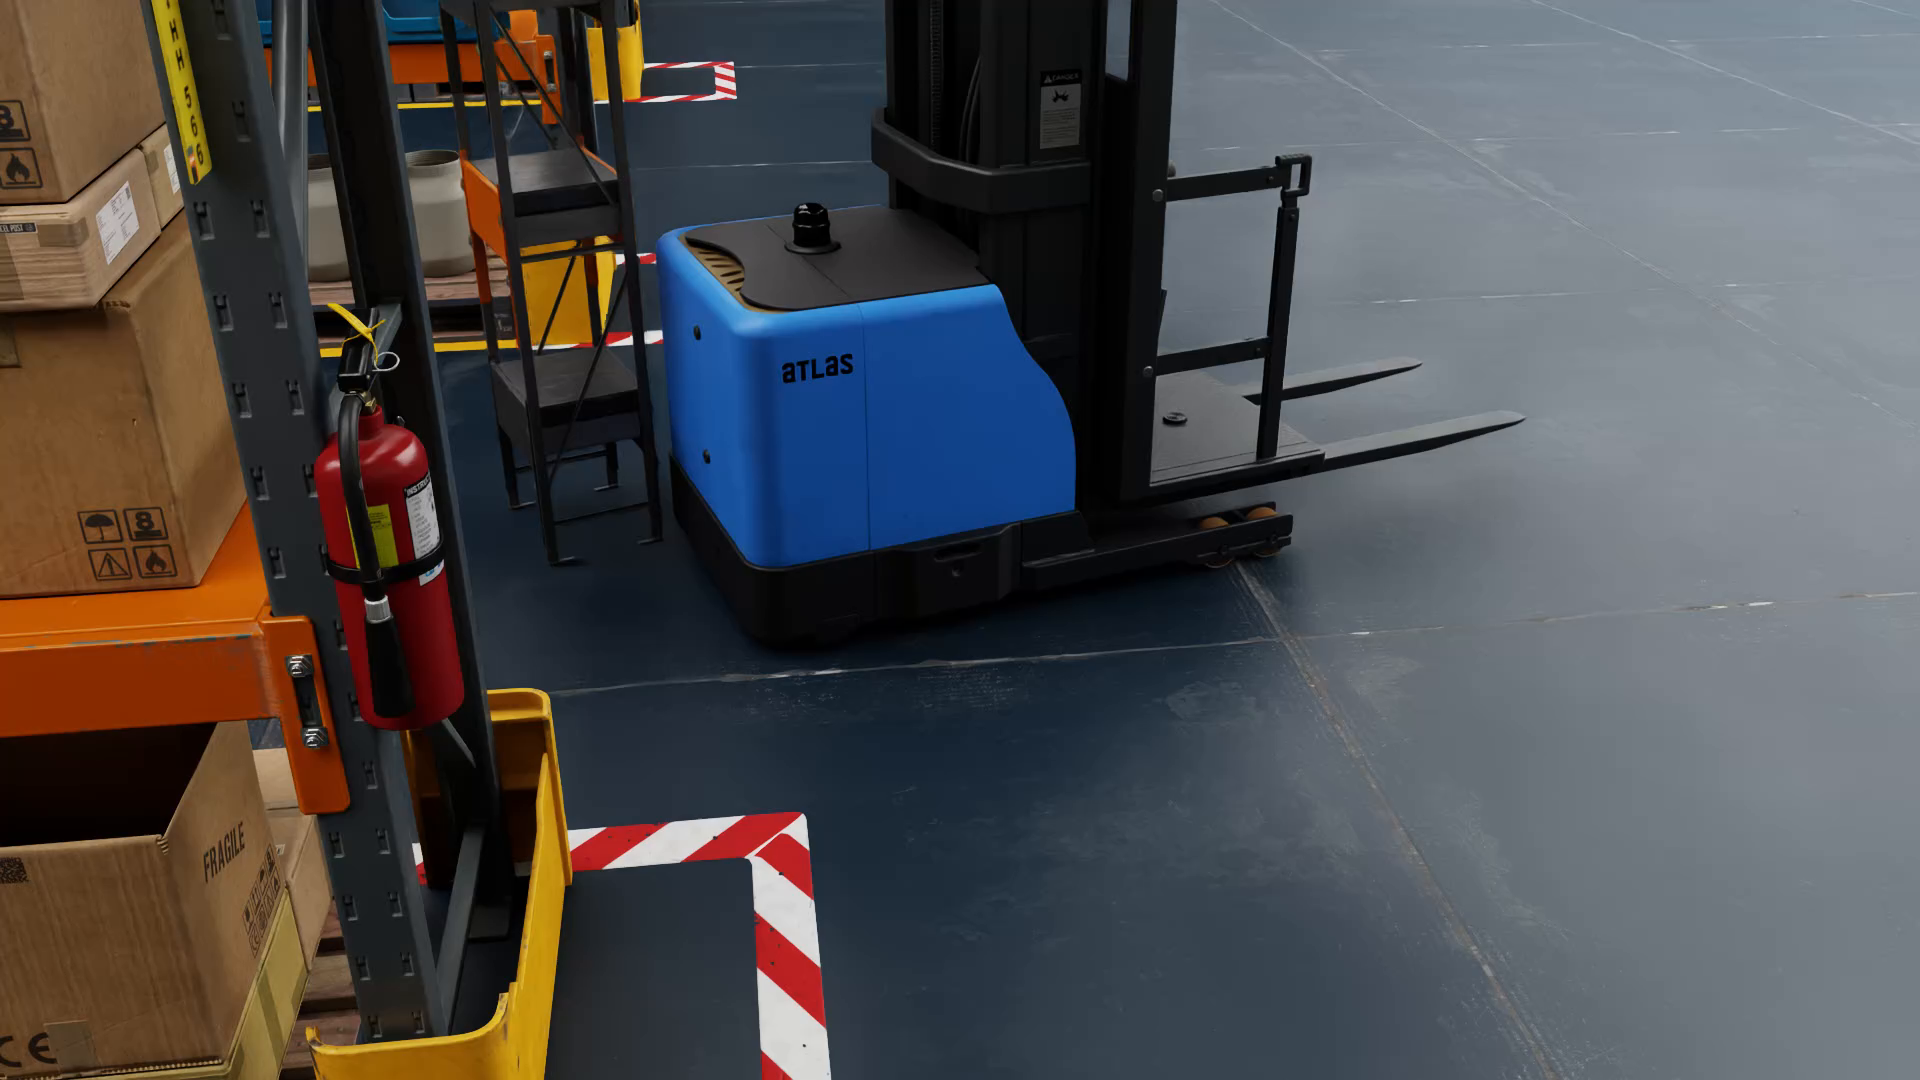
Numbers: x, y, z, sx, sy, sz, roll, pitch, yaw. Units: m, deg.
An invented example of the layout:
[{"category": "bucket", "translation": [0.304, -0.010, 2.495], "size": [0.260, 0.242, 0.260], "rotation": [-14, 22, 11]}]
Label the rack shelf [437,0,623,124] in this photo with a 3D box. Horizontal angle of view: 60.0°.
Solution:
[{"category": "rack shelf", "translation": [-1.323, -1.599, 5.062], "size": [0.431, 0.518, 0.480], "rotation": [-14, 30, -25]}]

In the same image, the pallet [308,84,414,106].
[{"category": "pallet", "translation": [-4.555, -3.385, 12.116], "size": [1.213, 0.211, 1.003], "rotation": [-4, 27, -7]}]

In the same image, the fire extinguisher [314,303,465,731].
[{"category": "fire extinguisher", "translation": [-0.907, -0.027, 2.601], "size": [0.183, 0.674, 0.296], "rotation": [-4, 27, -7]}]

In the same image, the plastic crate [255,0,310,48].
[{"category": "plastic crate", "translation": [-2.873, -2.231, 6.975], "size": [0.408, 0.251, 0.499], "rotation": [-4, 27, -7]}]

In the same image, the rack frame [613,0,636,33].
[{"category": "rack frame", "translation": [-2.465, -4.742, 11.706], "size": [0.127, 3.000, 1.000], "rotation": [-4, 27, -7]}]

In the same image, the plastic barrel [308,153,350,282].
[{"category": "plastic barrel", "translation": [-2.912, -1.475, 7.604], "size": [0.421, 0.512, 0.421], "rotation": [0, 27, 0]}]

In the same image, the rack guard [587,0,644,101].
[{"category": "rack guard", "translation": [-2.540, -3.625, 12.267], "size": [0.348, 0.500, 1.175], "rotation": [-4, 27, -7]}]

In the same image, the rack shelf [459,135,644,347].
[{"category": "rack shelf", "translation": [-1.322, -0.976, 5.381], "size": [0.431, 0.518, 0.480], "rotation": [-14, 30, -25]}]

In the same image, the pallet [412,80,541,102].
[{"category": "pallet", "translation": [-3.349, -3.461, 12.264], "size": [1.213, 0.211, 1.003], "rotation": [-4, 27, -7]}]

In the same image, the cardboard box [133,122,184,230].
[{"category": "cardboard box", "translation": [-1.507, -0.669, 2.948], "size": [0.250, 0.149, 0.380], "rotation": [-4, 27, -7]}]

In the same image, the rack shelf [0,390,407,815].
[{"category": "rack shelf", "translation": [-3.069, 0.184, 2.894], "size": [4.000, 0.370, 1.077], "rotation": [-4, 27, -7]}]

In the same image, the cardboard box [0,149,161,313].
[{"category": "cardboard box", "translation": [-1.440, -0.486, 2.592], "size": [0.250, 0.149, 0.380], "rotation": [-4, 27, -8]}]

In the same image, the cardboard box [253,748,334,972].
[{"category": "cardboard box", "translation": [-1.650, 0.707, 3.639], "size": [0.500, 0.250, 0.500], "rotation": [-4, 27, -7]}]

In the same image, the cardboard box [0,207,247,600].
[{"category": "cardboard box", "translation": [-1.552, -0.284, 2.908], "size": [0.500, 0.500, 0.700], "rotation": [-4, 27, -7]}]

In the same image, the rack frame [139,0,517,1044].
[{"category": "rack frame", "translation": [-1.088, -0.264, 2.978], "size": [0.127, 3.000, 1.000], "rotation": [-4, 27, -7]}]

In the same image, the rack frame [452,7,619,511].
[{"category": "rack frame", "translation": [-1.438, -1.086, 5.566], "size": [0.400, 2.100, 0.015], "rotation": [-14, 30, -25]}]

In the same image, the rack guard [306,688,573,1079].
[{"category": "rack guard", "translation": [-1.065, 0.847, 3.552], "size": [0.348, 0.500, 1.175], "rotation": [-4, 27, -7]}]

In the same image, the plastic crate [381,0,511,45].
[{"category": "plastic crate", "translation": [-2.229, -2.270, 7.051], "size": [0.616, 0.251, 0.499], "rotation": [-4, 27, -7]}]

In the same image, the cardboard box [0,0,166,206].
[{"category": "cardboard box", "translation": [-1.605, -0.858, 2.606], "size": [0.500, 0.500, 0.700], "rotation": [-4, 27, -7]}]

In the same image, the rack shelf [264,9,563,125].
[{"category": "rack shelf", "translation": [-3.755, -2.056, 7.259], "size": [4.000, 0.370, 1.077], "rotation": [-4, 27, -7]}]

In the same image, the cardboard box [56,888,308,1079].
[{"category": "cardboard box", "translation": [-1.578, 0.941, 3.183], "size": [0.500, 0.250, 0.500], "rotation": [-4, 27, -7]}]

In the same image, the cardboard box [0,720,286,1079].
[{"category": "cardboard box", "translation": [-1.578, 0.608, 3.010], "size": [0.500, 0.500, 0.500], "rotation": [-4, 27, -7]}]

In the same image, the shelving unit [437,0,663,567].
[{"category": "shelving unit", "translation": [-1.322, -0.989, 5.375], "size": [0.431, 2.100, 0.503], "rotation": [-14, 30, -25]}]

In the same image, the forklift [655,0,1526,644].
[{"category": "forklift", "translation": [0.572, -1.418, 5.304], "size": [3.031, 2.935, 1.130], "rotation": [-11, 29, -21]}]

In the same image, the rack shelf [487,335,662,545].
[{"category": "rack shelf", "translation": [-1.320, -0.354, 5.701], "size": [0.431, 0.518, 0.480], "rotation": [-14, 30, -25]}]

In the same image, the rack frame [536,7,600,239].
[{"category": "rack frame", "translation": [-1.775, -2.503, 7.342], "size": [0.127, 3.000, 1.000], "rotation": [-4, 27, -7]}]

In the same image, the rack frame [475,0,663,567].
[{"category": "rack frame", "translation": [-1.206, -0.891, 5.184], "size": [0.400, 2.100, 0.015], "rotation": [-14, 30, -25]}]

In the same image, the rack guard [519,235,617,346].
[{"category": "rack guard", "translation": [-1.843, -1.365, 7.862], "size": [0.348, 0.500, 1.175], "rotation": [-4, 27, -7]}]

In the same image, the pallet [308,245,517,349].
[{"category": "pallet", "translation": [-2.649, -1.187, 7.832], "size": [1.213, 0.211, 1.003], "rotation": [-4, 27, -7]}]

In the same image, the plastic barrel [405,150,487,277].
[{"category": "plastic barrel", "translation": [-2.416, -1.507, 7.666], "size": [0.421, 0.512, 0.421], "rotation": [0, 27, 0]}]

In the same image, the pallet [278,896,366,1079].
[{"category": "pallet", "translation": [-1.840, 1.045, 3.483], "size": [1.213, 0.211, 1.003], "rotation": [-4, 27, -7]}]

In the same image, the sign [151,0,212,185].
[{"category": "sign", "translation": [-1.027, -0.638, 2.180], "size": [0.005, 0.325, 0.100], "rotation": [-4, 27, -7]}]
